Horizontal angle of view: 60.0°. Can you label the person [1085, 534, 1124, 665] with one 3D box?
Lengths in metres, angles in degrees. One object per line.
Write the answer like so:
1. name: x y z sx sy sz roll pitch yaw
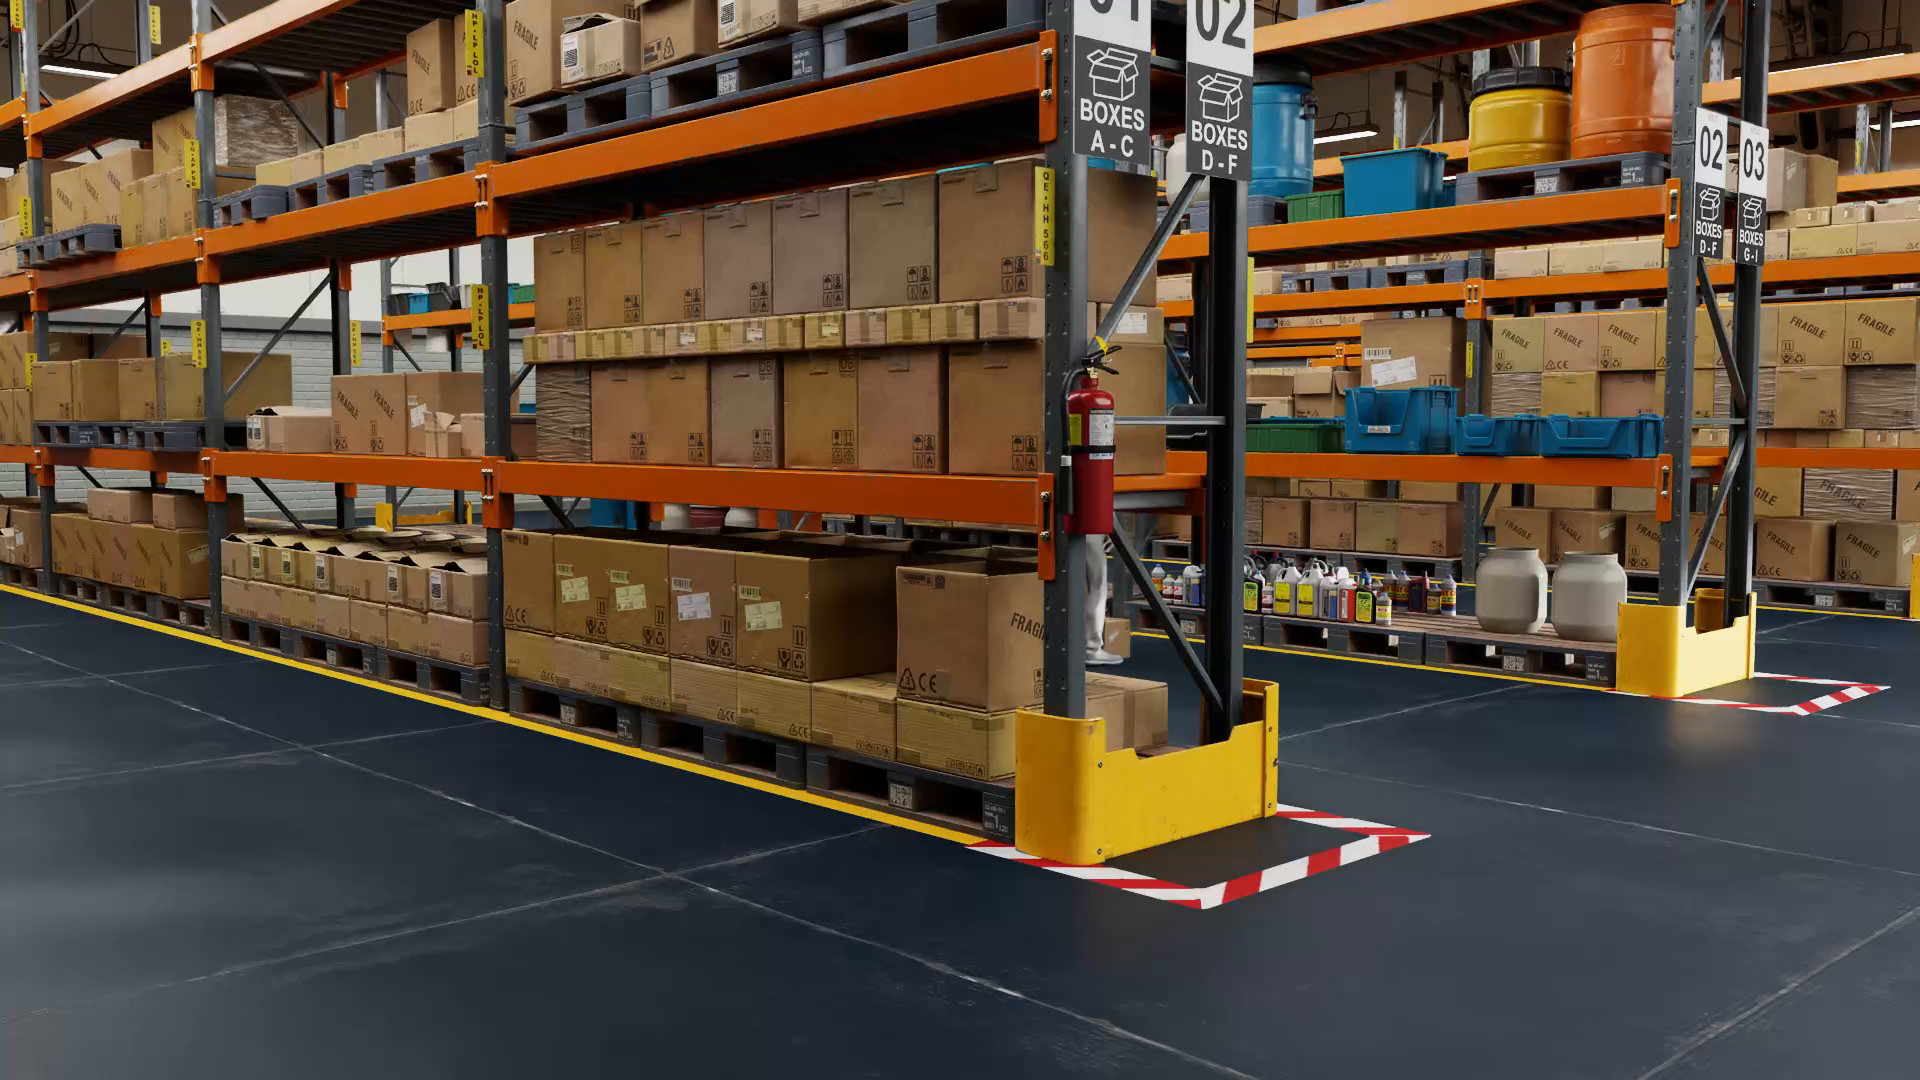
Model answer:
1. person: 0.755 -0.061 10.390 0.523 1.663 0.413 4 6 44
